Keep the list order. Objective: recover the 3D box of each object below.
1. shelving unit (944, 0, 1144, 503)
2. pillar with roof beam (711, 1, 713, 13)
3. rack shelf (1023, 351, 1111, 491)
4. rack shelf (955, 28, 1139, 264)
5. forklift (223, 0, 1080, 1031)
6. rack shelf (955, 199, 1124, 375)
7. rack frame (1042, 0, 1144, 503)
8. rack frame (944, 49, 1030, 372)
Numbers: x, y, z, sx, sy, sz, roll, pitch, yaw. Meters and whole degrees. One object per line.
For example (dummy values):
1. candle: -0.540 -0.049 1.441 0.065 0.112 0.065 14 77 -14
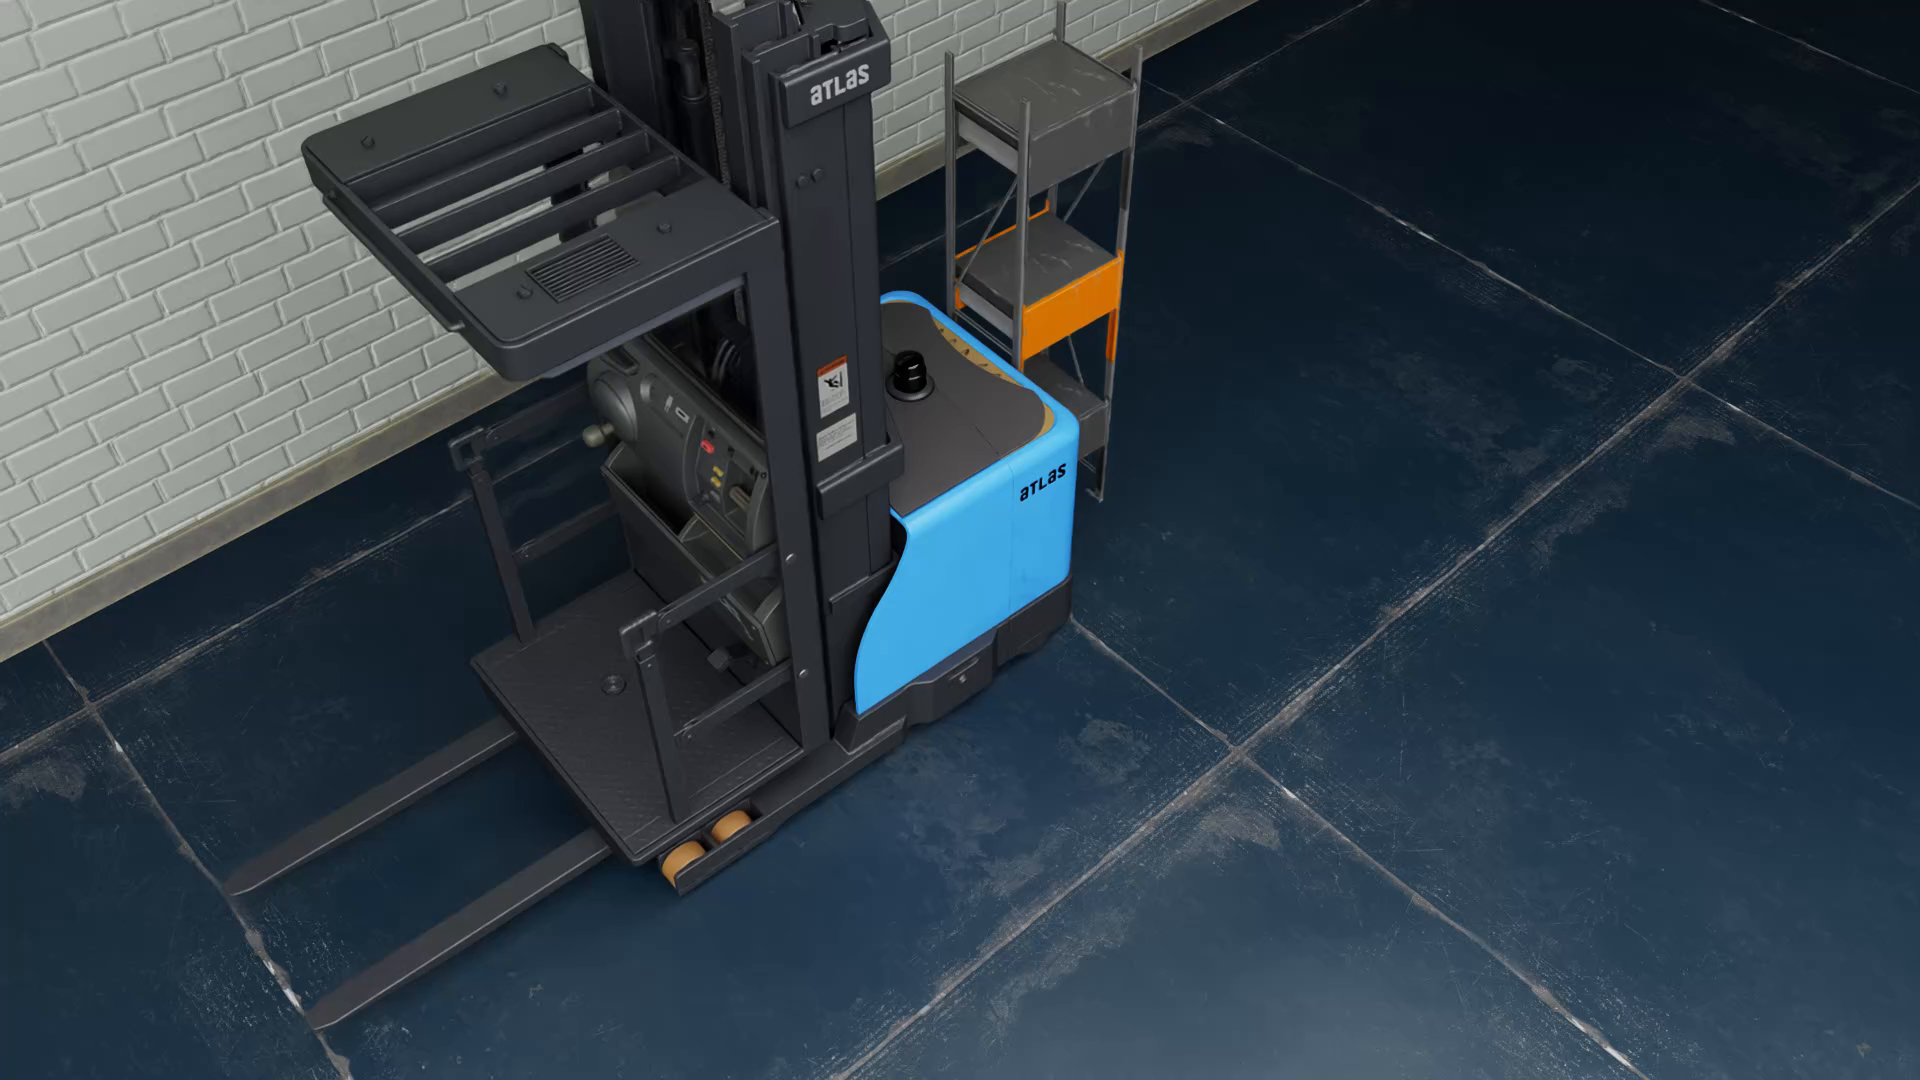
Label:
1. shelving unit: 0.271 -0.866 6.120 0.503 2.100 0.431 -32 55 -26
2. pillar with roof beam: 1.670 -1.747 2.239 0.400 9.000 9.100 -34 56 -27
3. rack shelf: 0.271 -0.382 6.645 0.480 0.518 0.431 -32 55 -26
4. rack shelf: 0.271 -1.332 5.616 0.480 0.518 0.431 -32 55 -26
5. forklift: -1.027 -0.250 4.986 3.031 2.935 1.130 -32 55 -26
6. rack shelf: 0.271 -0.857 6.131 0.480 0.518 0.431 -32 55 -26
7. rack frame: 0.457 -0.982 6.227 0.015 2.100 0.400 -32 55 -26
8. rack frame: 0.084 -0.751 6.014 0.015 2.100 0.400 -32 55 -26
